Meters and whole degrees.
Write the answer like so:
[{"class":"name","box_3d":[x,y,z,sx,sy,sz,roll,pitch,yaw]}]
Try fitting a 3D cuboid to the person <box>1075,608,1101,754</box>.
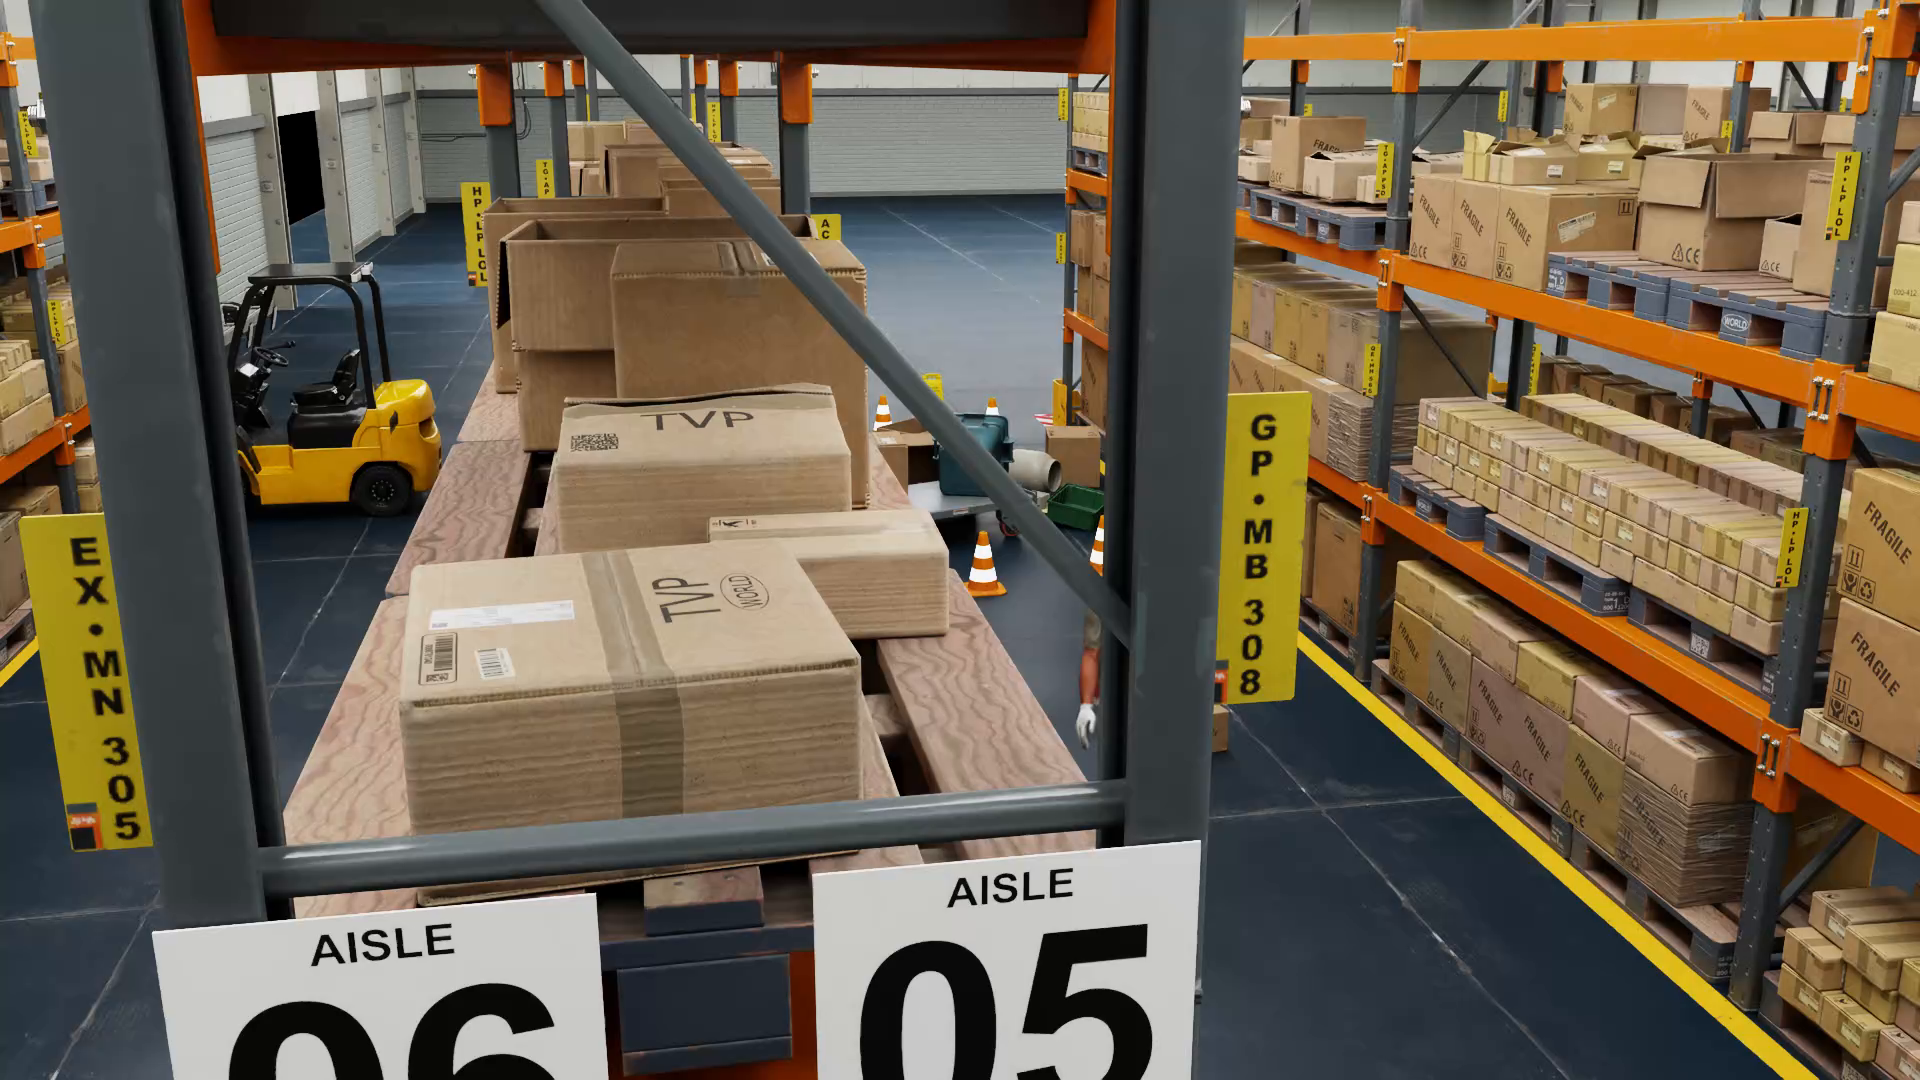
[{"class":"person","box_3d":[0.839,0.995,8.042,0.554,1.600,0.636,2,16,7]}]
